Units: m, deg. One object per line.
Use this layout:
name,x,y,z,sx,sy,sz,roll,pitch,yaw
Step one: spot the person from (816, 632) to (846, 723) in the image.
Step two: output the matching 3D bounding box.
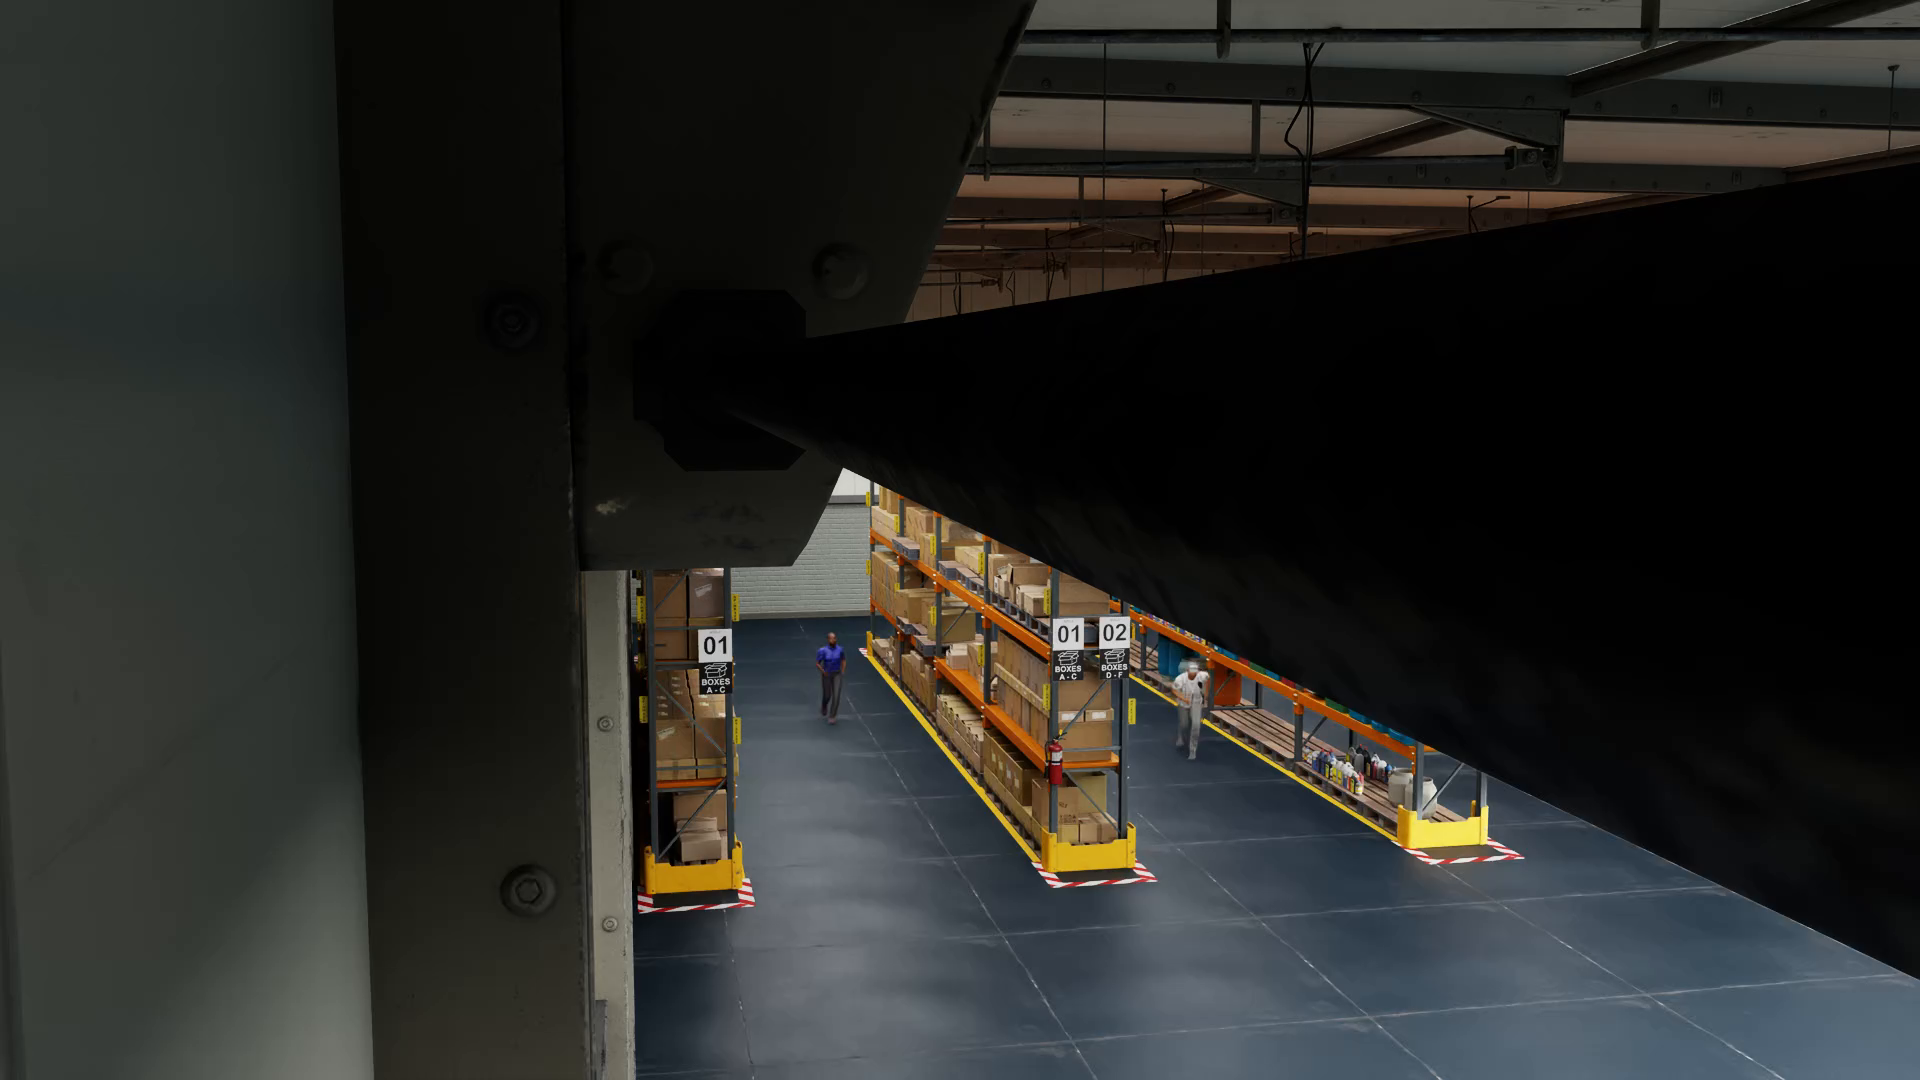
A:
person,-2.279,2.441,29.613,0.562,1.609,0.548,-2,6,-17

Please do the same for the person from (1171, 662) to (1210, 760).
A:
person,3.747,2.743,27.165,0.648,1.628,1.032,0,6,-4
